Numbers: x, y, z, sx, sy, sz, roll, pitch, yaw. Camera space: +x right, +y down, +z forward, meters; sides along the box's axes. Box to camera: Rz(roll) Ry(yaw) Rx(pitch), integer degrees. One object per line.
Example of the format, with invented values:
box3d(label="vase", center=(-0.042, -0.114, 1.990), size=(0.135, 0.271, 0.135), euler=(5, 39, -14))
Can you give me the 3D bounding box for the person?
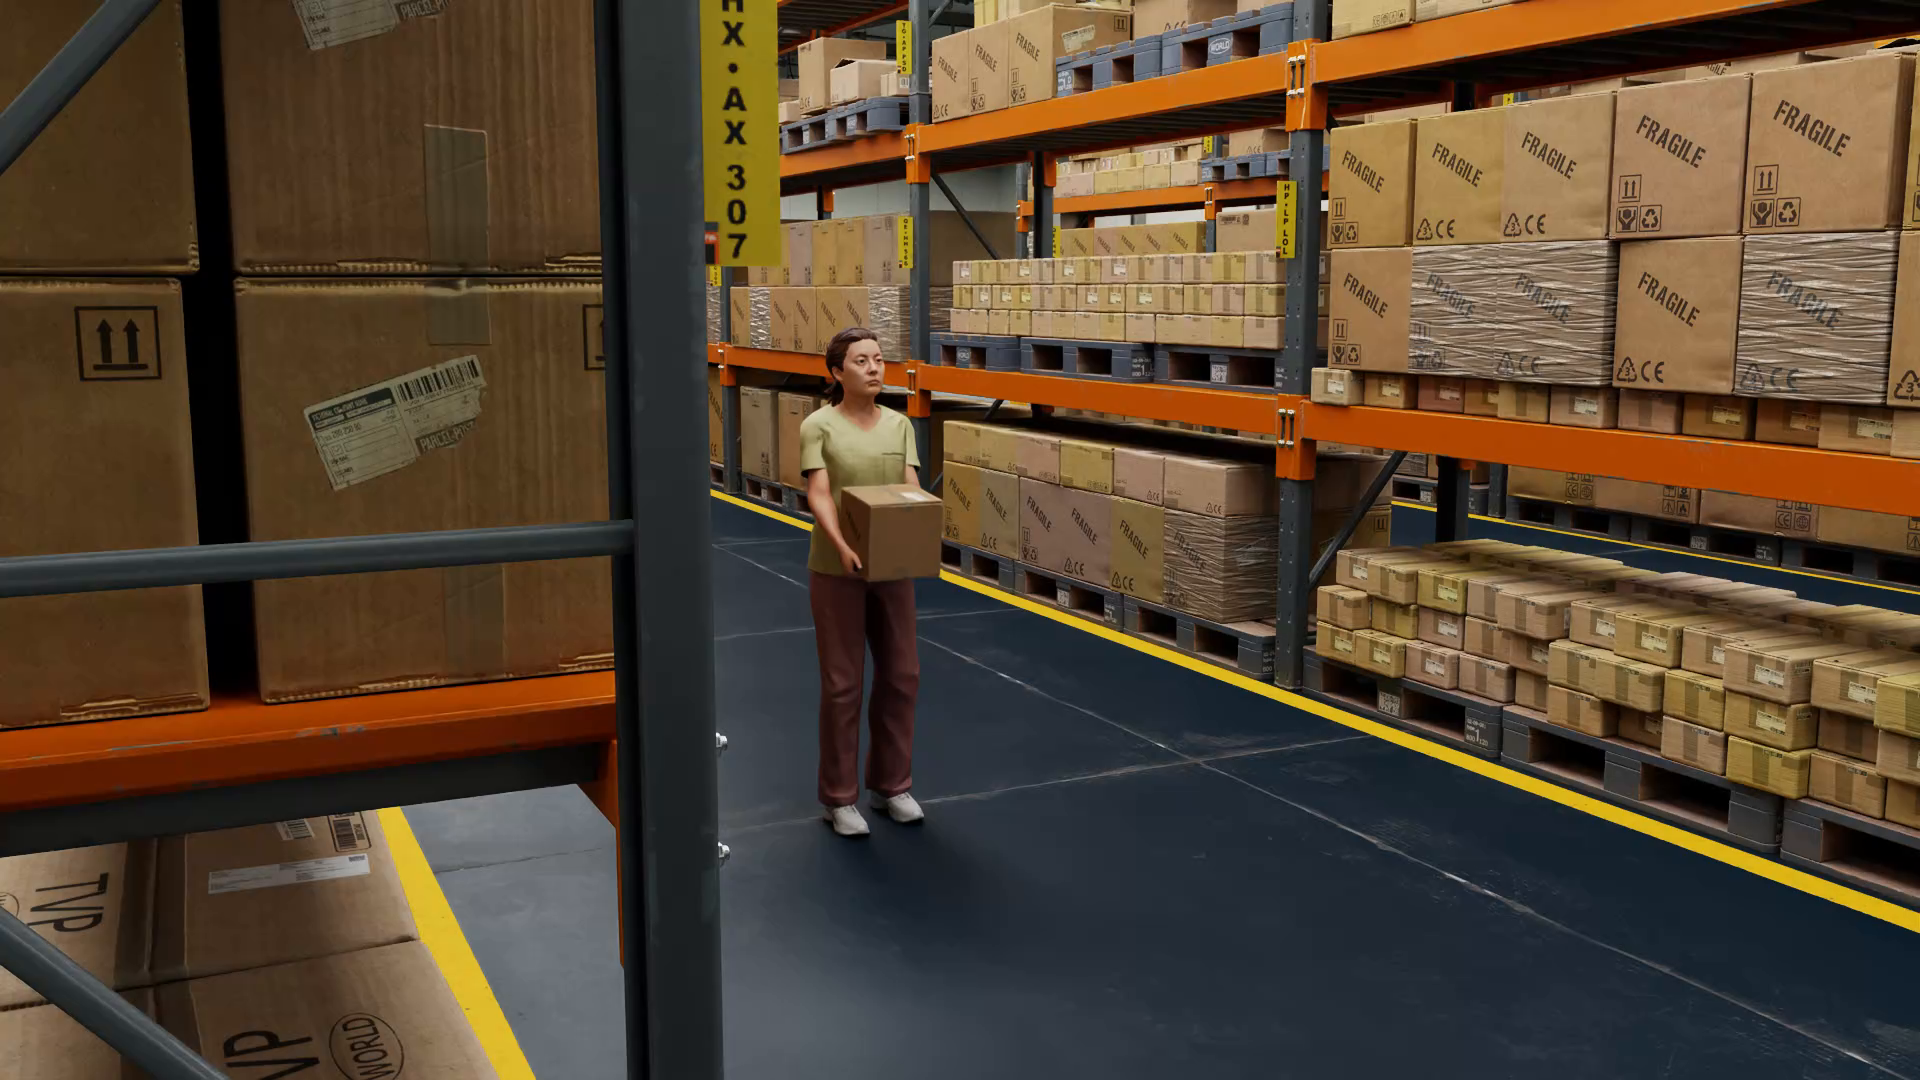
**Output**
box3d(label="person", center=(-0.301, 0.259, 5.540), size=(0.425, 1.405, 0.562), euler=(-4, 9, -25))
